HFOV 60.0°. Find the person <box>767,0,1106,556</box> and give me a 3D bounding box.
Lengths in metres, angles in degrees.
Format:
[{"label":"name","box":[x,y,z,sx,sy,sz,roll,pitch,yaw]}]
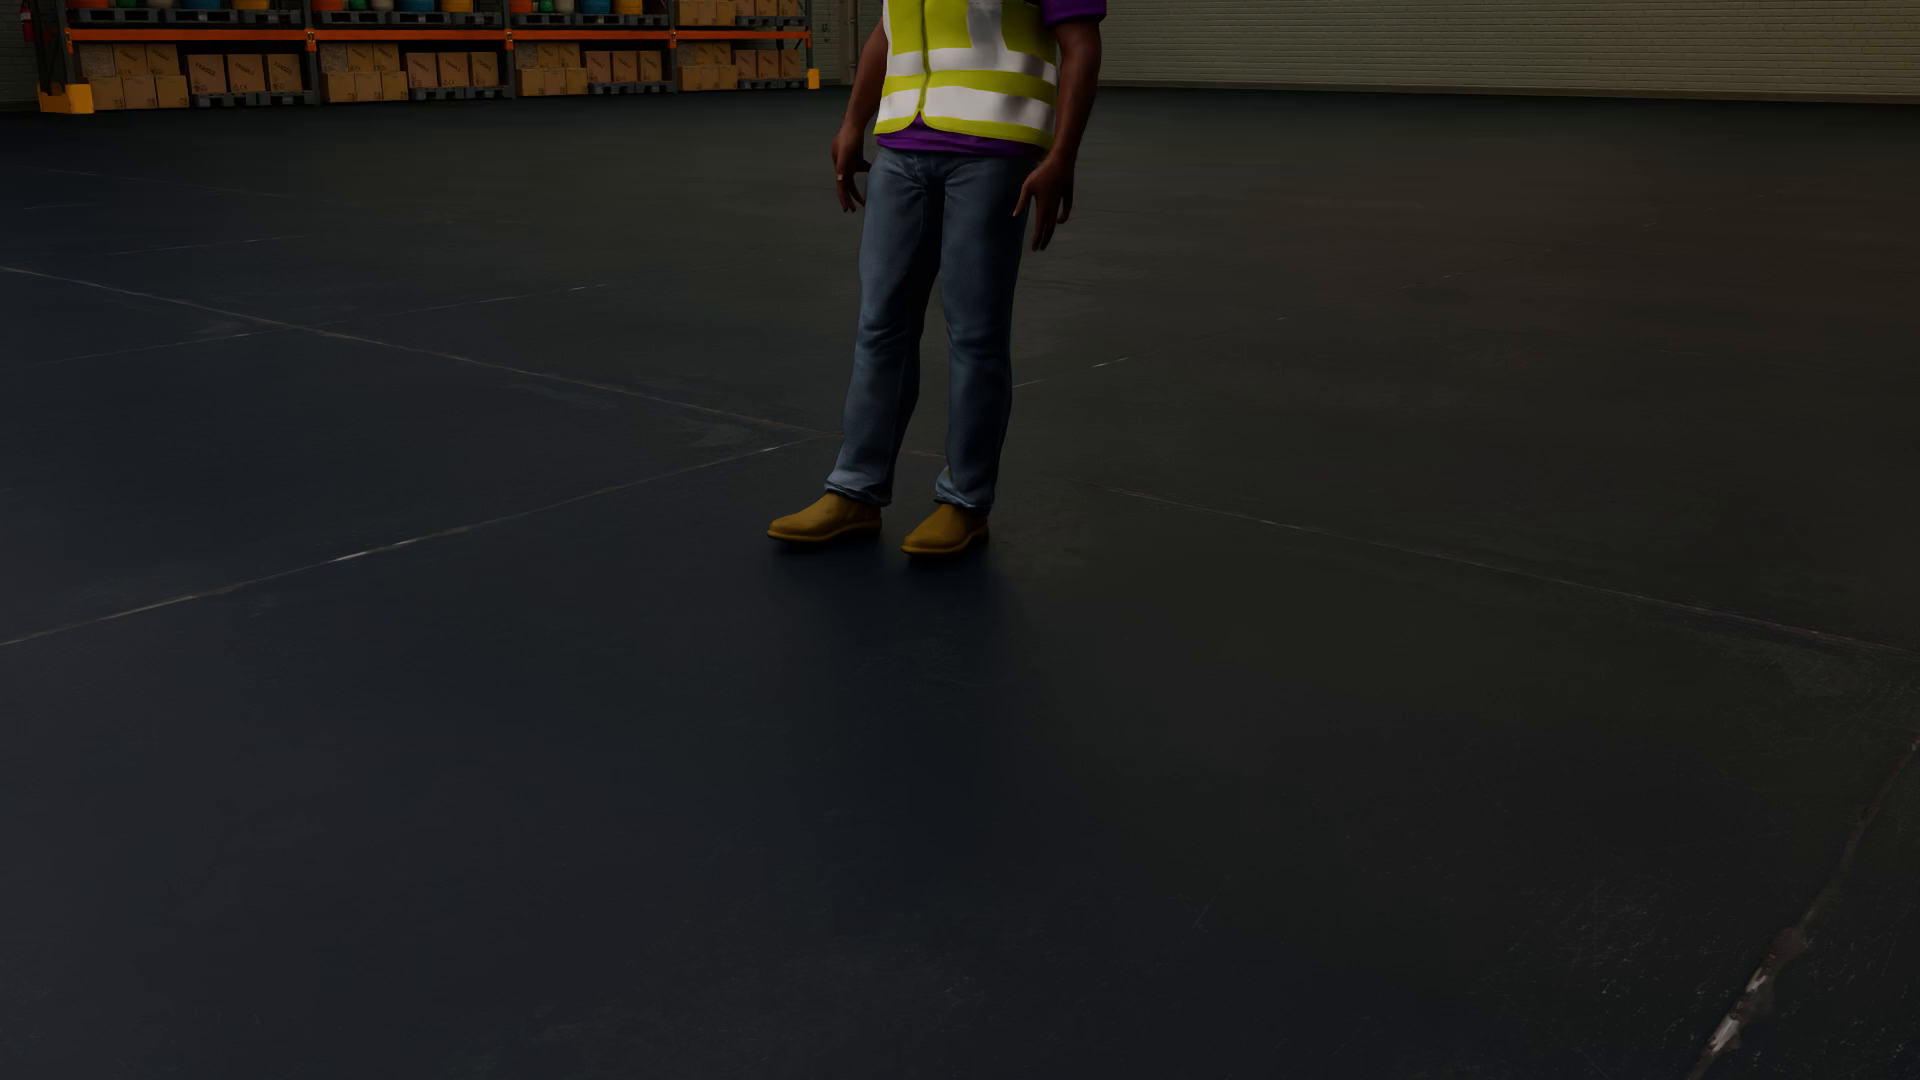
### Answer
[{"label":"person","box":[-0.049,-0.837,3.635,0.666,1.768,0.575,13,21,37]}]
